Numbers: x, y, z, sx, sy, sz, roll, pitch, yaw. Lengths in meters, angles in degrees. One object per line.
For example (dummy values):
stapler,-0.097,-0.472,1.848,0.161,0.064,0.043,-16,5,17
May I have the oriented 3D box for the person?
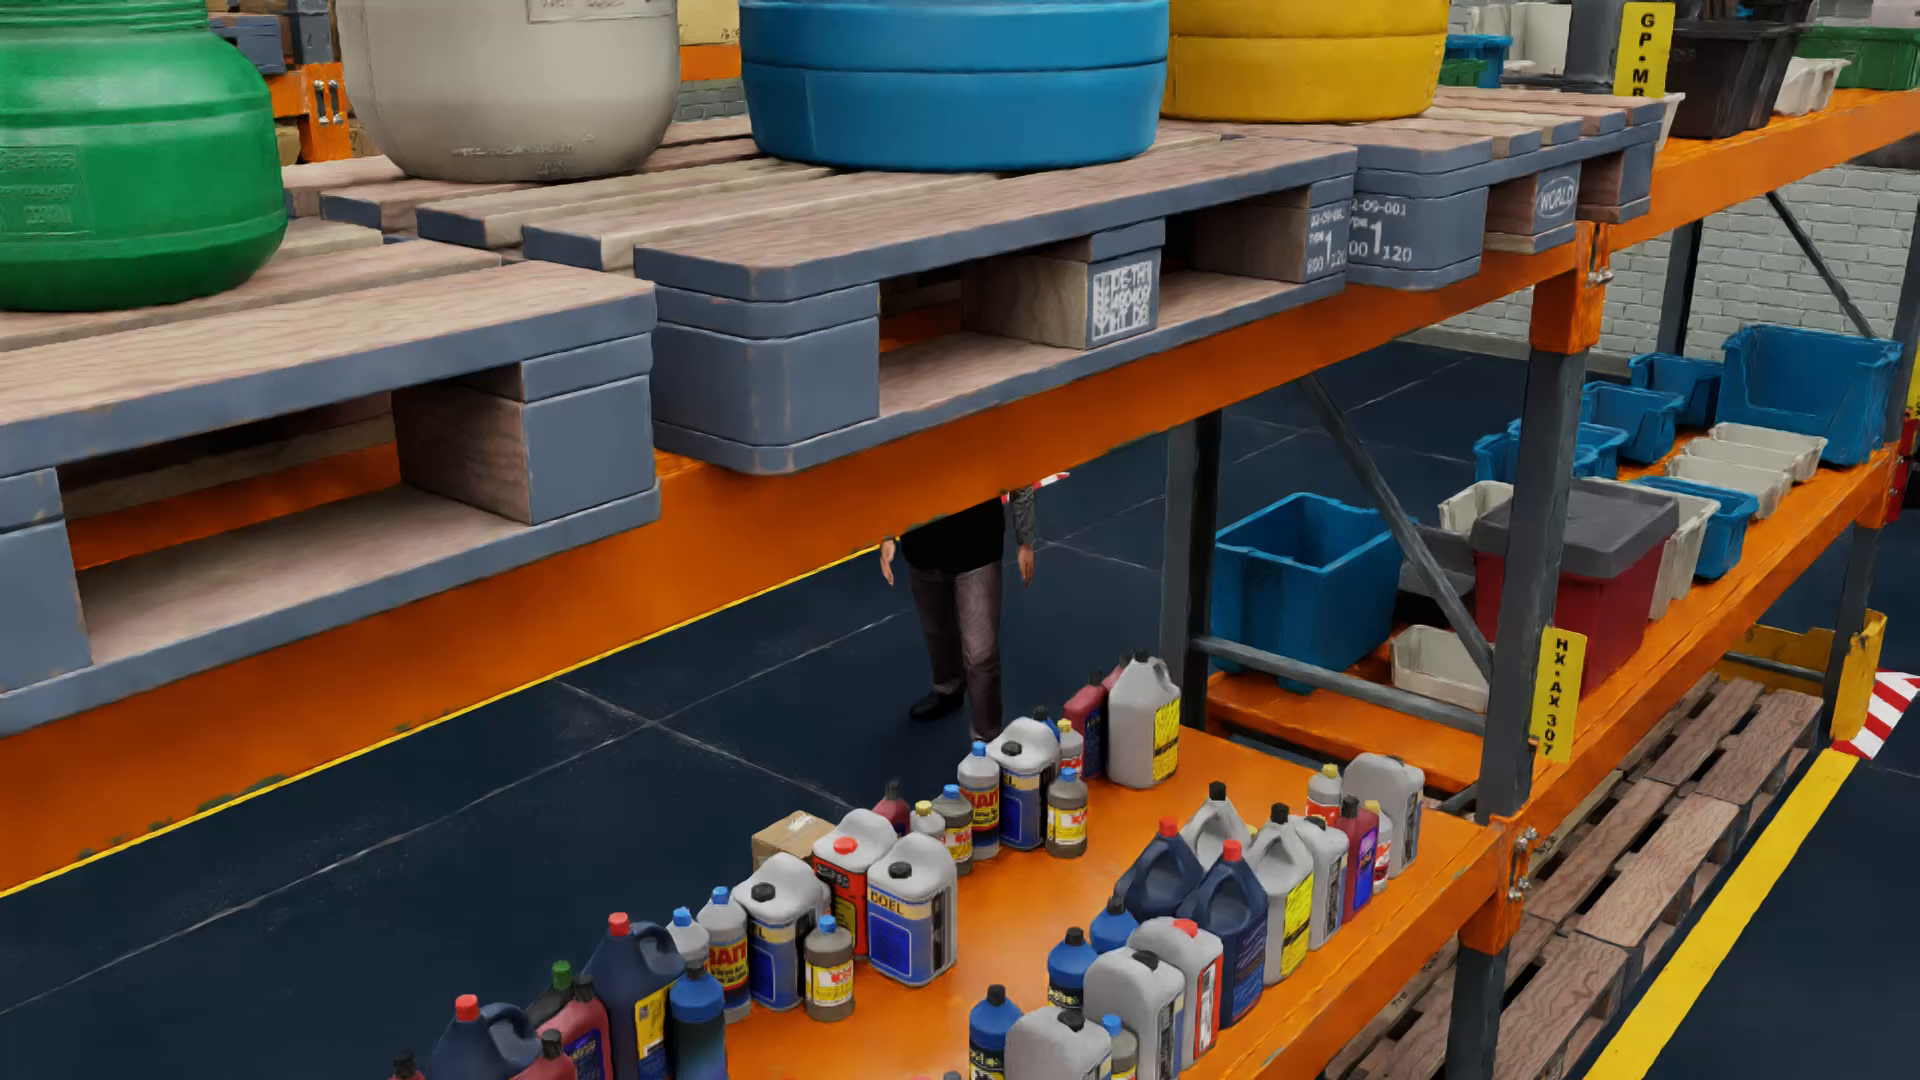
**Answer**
person,-0.015,0.083,6.921,0.678,1.669,0.795,8,21,20
